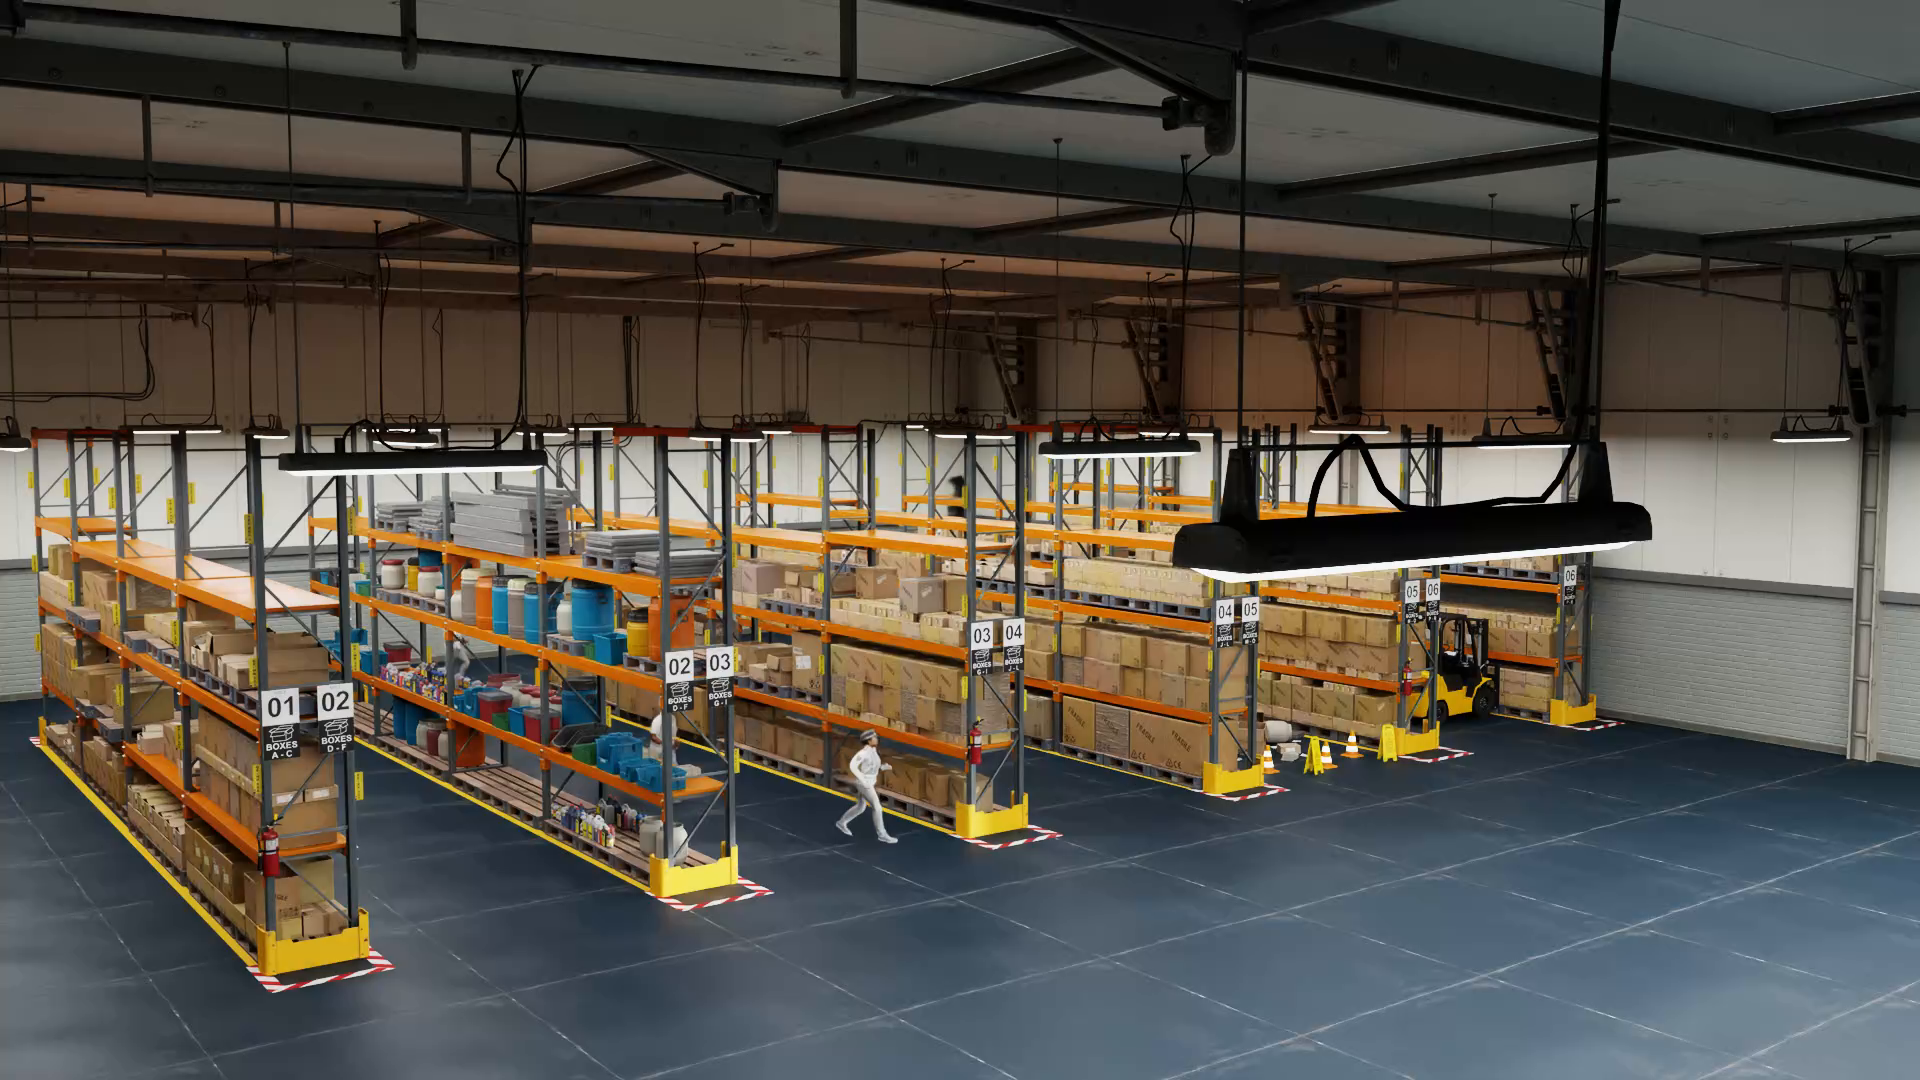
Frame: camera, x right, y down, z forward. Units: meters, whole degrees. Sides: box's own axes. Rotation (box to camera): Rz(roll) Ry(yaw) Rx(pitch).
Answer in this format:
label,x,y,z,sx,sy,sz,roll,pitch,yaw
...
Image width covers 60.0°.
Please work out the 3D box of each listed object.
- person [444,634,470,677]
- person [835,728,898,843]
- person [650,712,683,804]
label,x,y,z,sx,sy,sz,roll,pitch,yaw
person,-11.627,2.534,38.190,0.710,1.690,0.660,0,4,-5
person,-1.382,3.565,24.201,0.965,1.669,0.624,1,5,9
person,-4.854,3.397,26.733,0.842,1.685,0.695,2,5,23
